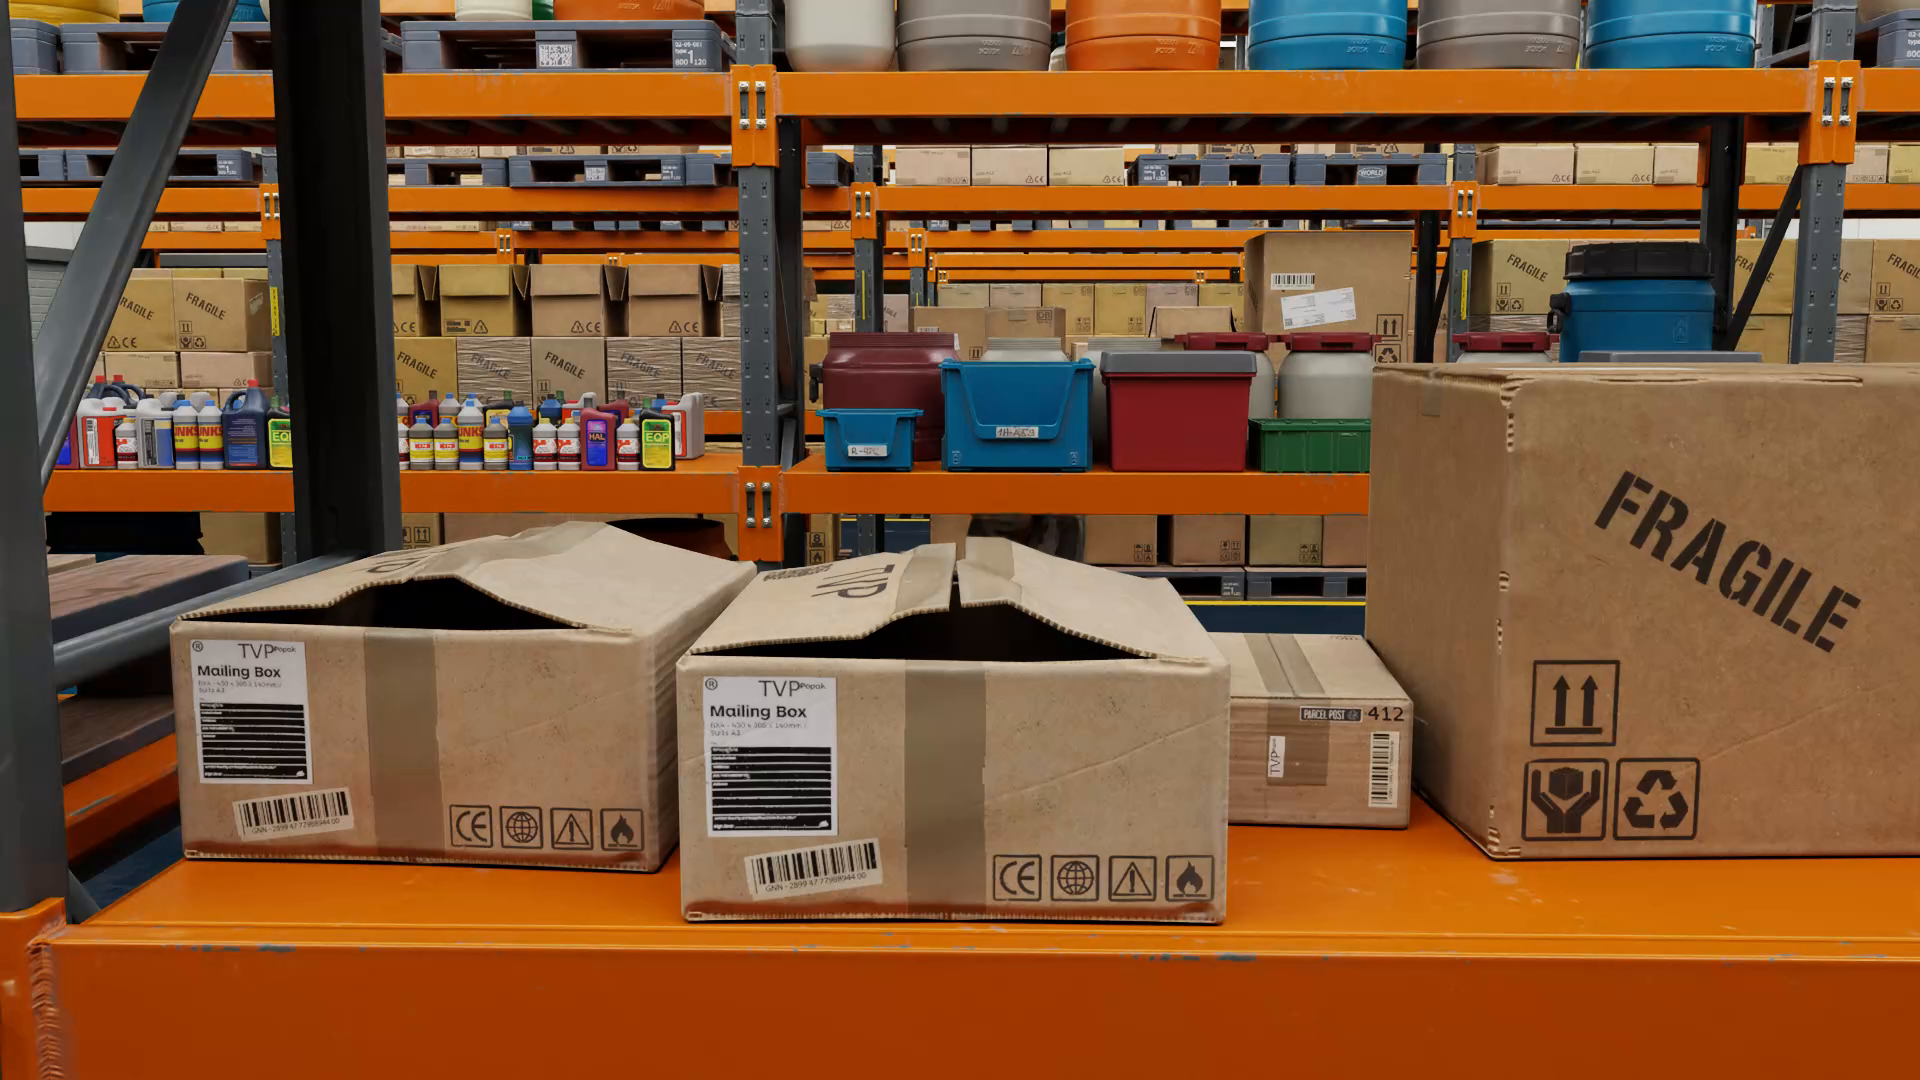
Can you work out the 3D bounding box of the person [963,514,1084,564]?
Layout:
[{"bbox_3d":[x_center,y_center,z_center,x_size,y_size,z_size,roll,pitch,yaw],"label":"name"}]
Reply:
[{"bbox_3d":[0.312,0.293,7.415,0.582,1.257,0.840,2,8,19],"label":"person"}]
